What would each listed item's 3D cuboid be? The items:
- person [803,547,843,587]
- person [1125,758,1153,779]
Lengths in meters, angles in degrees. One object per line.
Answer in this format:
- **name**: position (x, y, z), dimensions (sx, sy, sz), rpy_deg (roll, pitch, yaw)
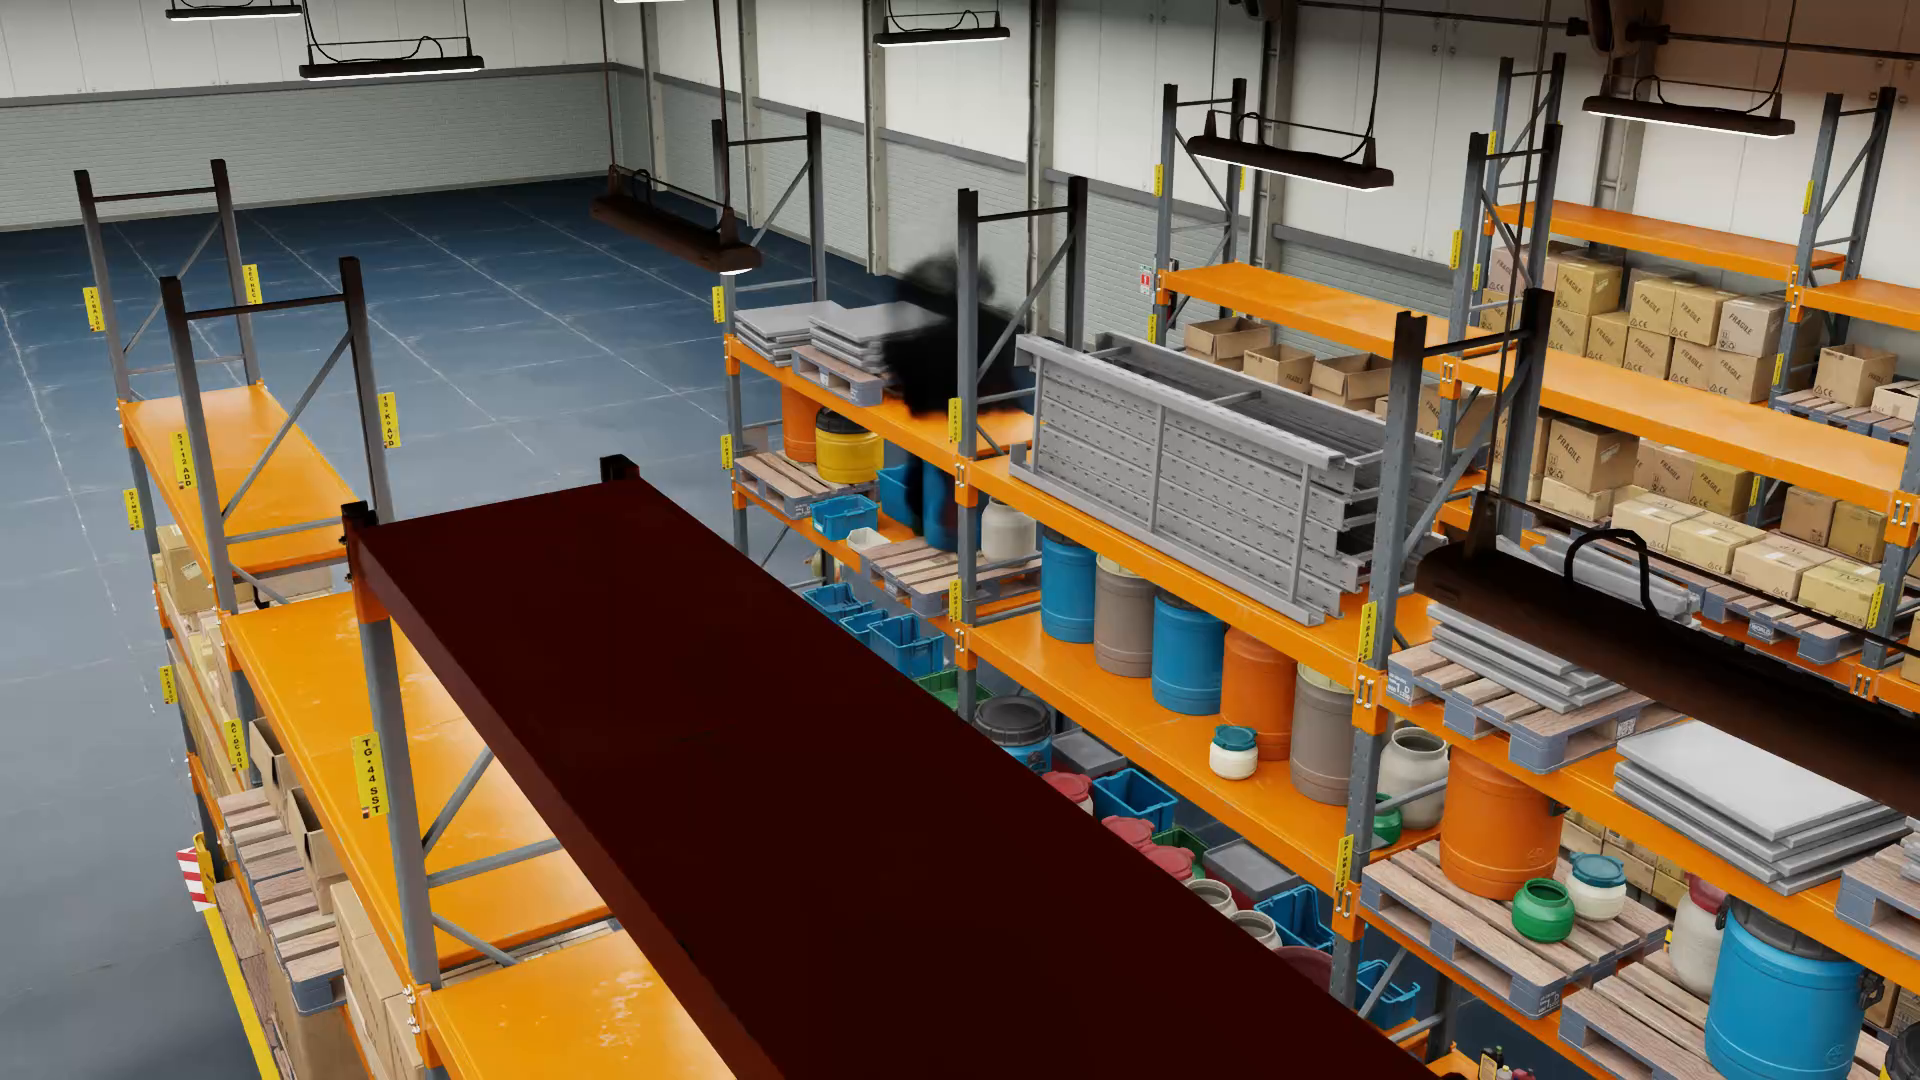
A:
- **person**: position (-1.361, 0.603, 17.644), dimensions (0.859, 1.701, 0.585), rpy_deg (6, 23, 15)
- **person**: position (1.694, 1.867, 14.568), dimensions (0.587, 1.626, 0.580), rpy_deg (-17, 27, -36)
